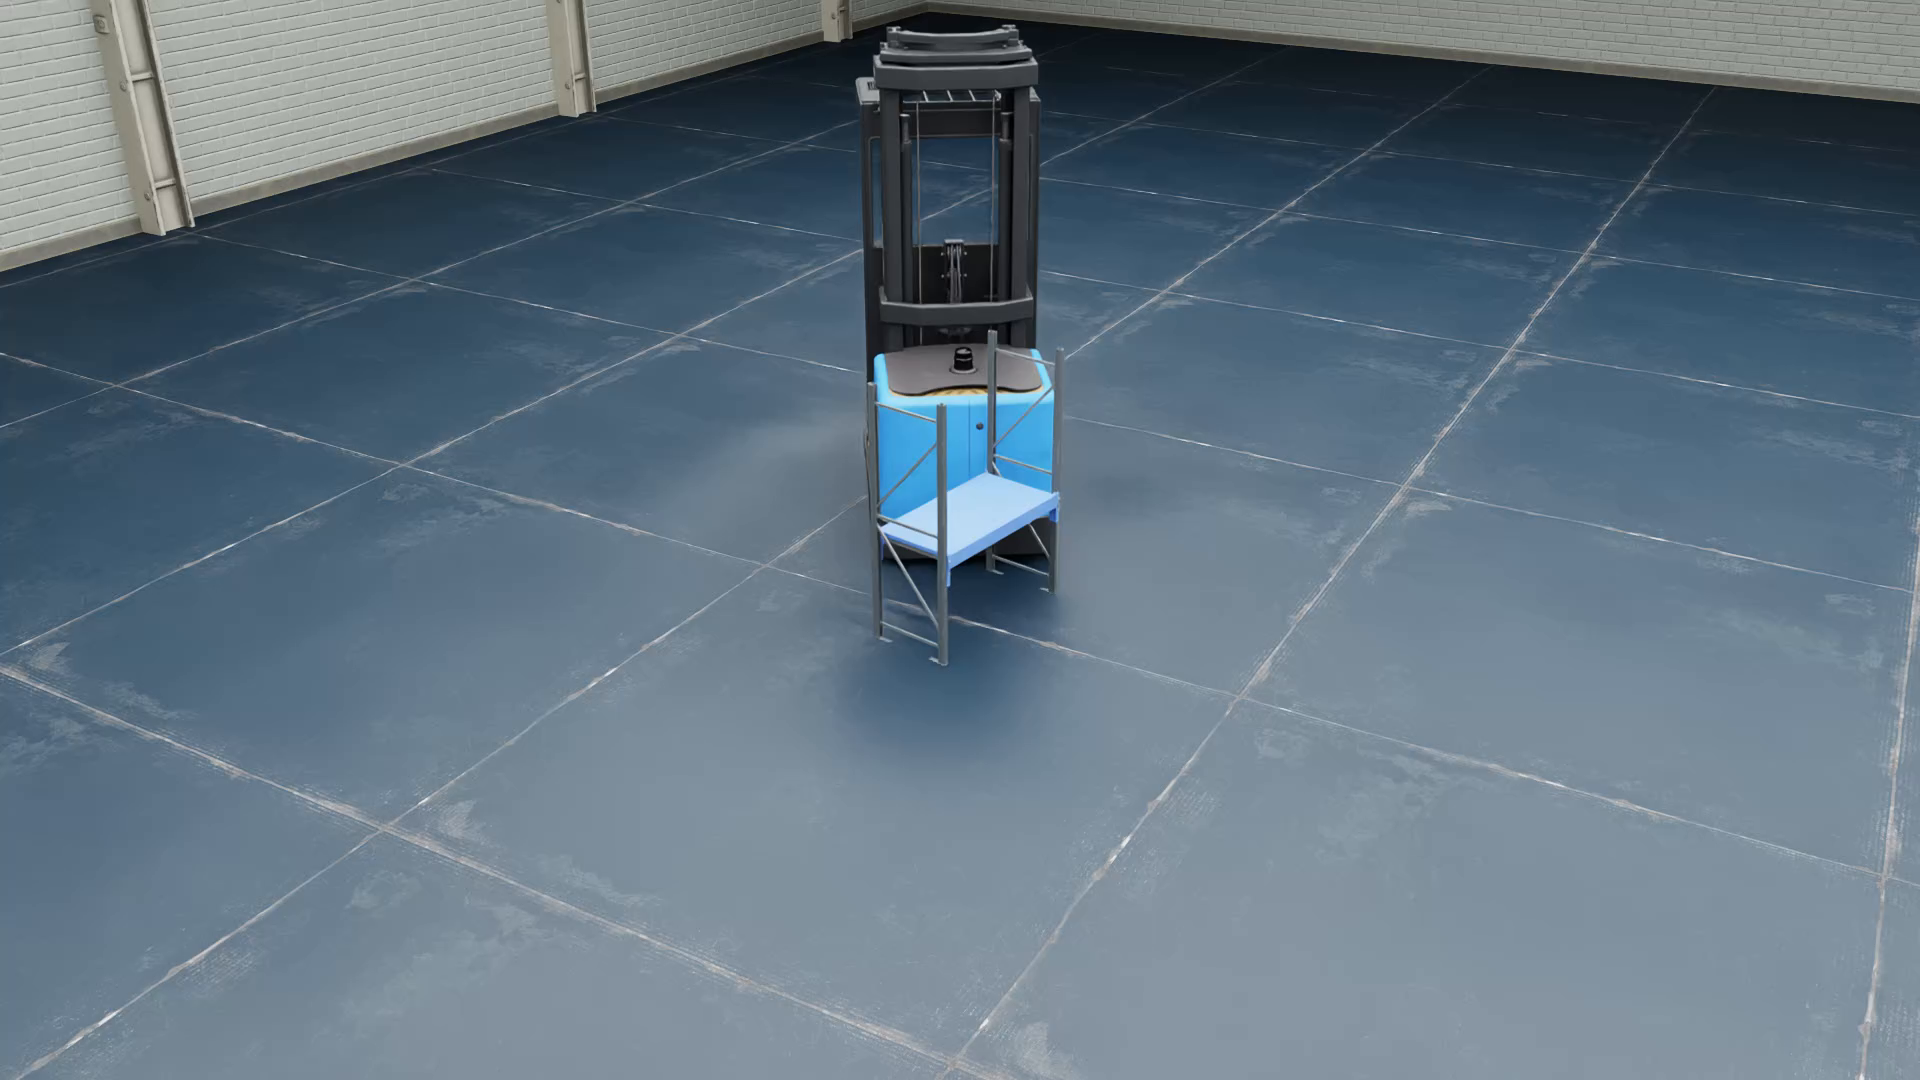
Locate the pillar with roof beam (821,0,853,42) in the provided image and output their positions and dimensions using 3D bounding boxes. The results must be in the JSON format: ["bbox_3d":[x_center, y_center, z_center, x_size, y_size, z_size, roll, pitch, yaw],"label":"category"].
[{"bbox_3d":[1.853,-10.819,21.811,9.100,9.000,0.400,14,30,26],"label":"pillar with roof beam"}]

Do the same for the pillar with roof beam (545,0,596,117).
[{"bbox_3d":[-1.098,-8.481,17.139,9.100,9.000,0.400,14,30,26],"label":"pillar with roof beam"}]

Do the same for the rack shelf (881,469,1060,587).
[{"bbox_3d":[0.045,-0.083,9.143,0.538,0.185,1.000,19,33,34],"label":"rack shelf"}]

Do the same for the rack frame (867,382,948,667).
[{"bbox_3d":[-0.270,-0.066,8.706,0.500,1.500,0.032,19,33,34],"label":"rack frame"}]

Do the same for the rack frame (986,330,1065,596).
[{"bbox_3d":[0.360,-0.423,9.419,0.500,1.500,0.032,19,33,34],"label":"rack frame"}]

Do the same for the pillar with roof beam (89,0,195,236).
[{"bbox_3d":[-4.050,-6.143,12.468,9.100,9.000,0.400,14,30,26],"label":"pillar with roof beam"}]

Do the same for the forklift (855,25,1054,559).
[{"bbox_3d":[-0.081,-1.823,10.617,1.130,2.935,3.031,-2,27,-5],"label":"forklift"}]

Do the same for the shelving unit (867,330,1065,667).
[{"bbox_3d":[0.045,-0.244,9.062,0.538,1.500,1.048,19,33,34],"label":"shelving unit"}]
